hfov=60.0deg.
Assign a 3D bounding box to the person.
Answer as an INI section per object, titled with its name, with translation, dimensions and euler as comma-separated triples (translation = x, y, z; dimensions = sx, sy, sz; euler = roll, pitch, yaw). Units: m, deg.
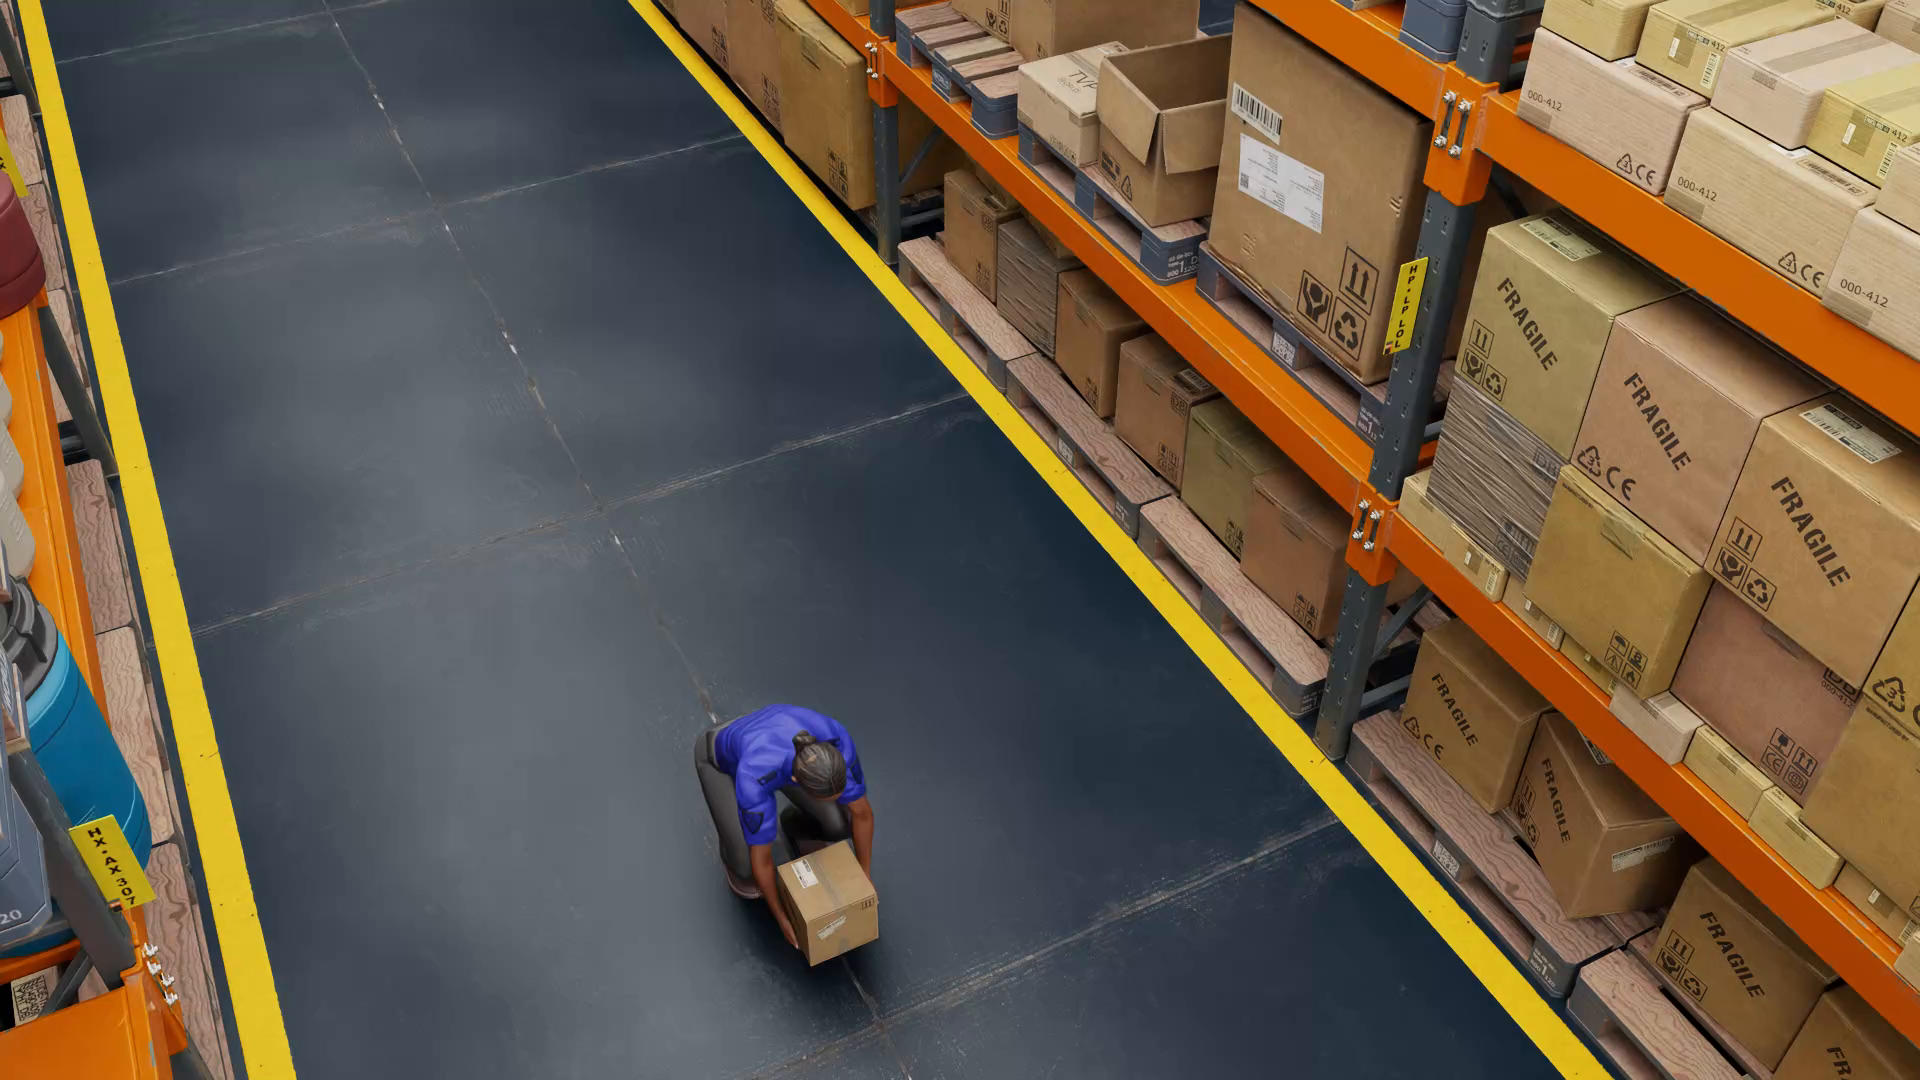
[person]
translation = -0.601, 0.887, 5.706
dimensions = 0.486, 0.942, 0.820
euler = -19, 45, -20
